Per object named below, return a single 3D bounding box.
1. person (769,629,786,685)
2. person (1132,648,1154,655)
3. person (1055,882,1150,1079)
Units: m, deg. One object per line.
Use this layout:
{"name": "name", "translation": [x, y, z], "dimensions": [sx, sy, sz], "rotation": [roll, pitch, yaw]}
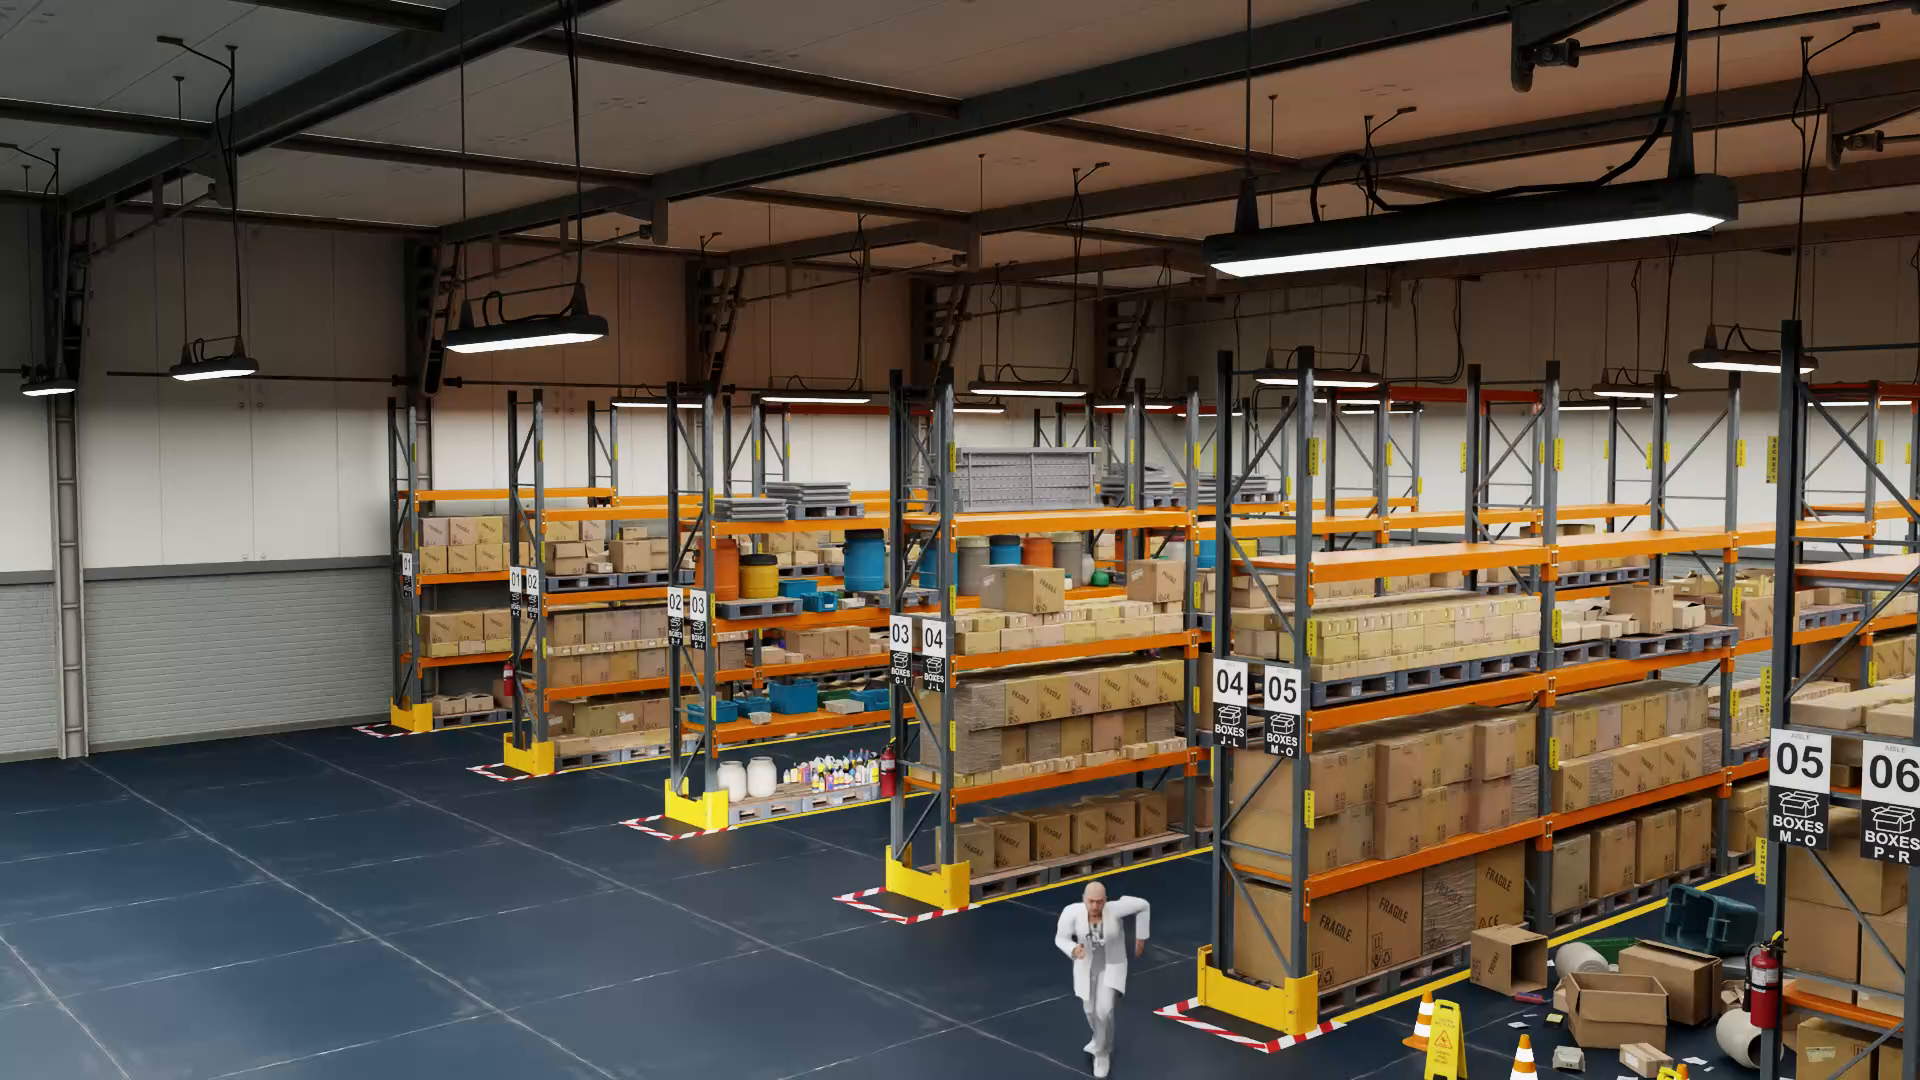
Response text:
{"name": "person", "translation": [-3.412, 2.514, 31.376], "dimensions": [0.554, 1.706, 0.817], "rotation": [3, 5, 43]}
{"name": "person", "translation": [3.522, 2.437, 32.551], "dimensions": [0.632, 1.689, 0.664], "rotation": [-3, 4, -42]}
{"name": "person", "translation": [1.172, 3.561, 13.627], "dimensions": [0.748, 1.691, 1.050], "rotation": [1, 3, 12]}
